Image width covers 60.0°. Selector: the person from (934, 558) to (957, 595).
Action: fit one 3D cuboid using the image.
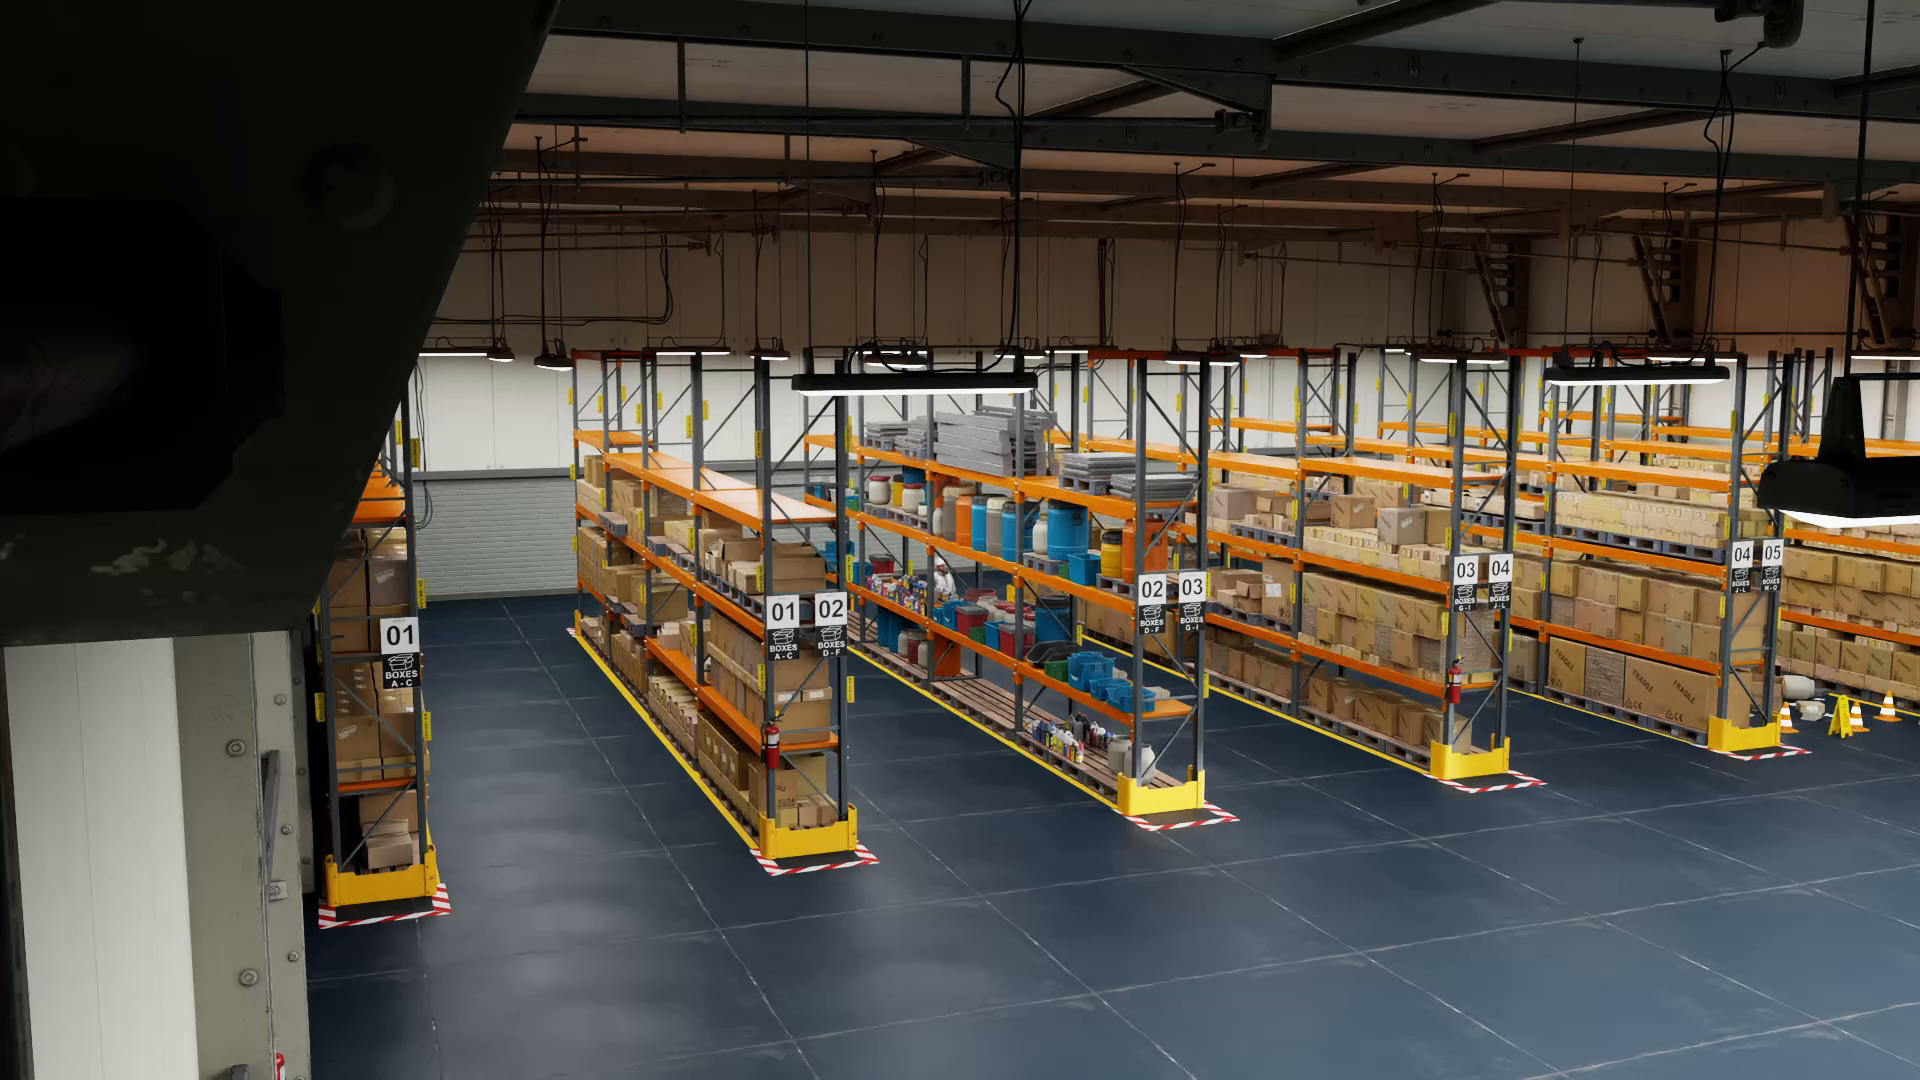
[{"bbox_3d":[-0.332,1.223,34.178,1.035,1.728,0.529,5,9,36],"label":"person"}]
